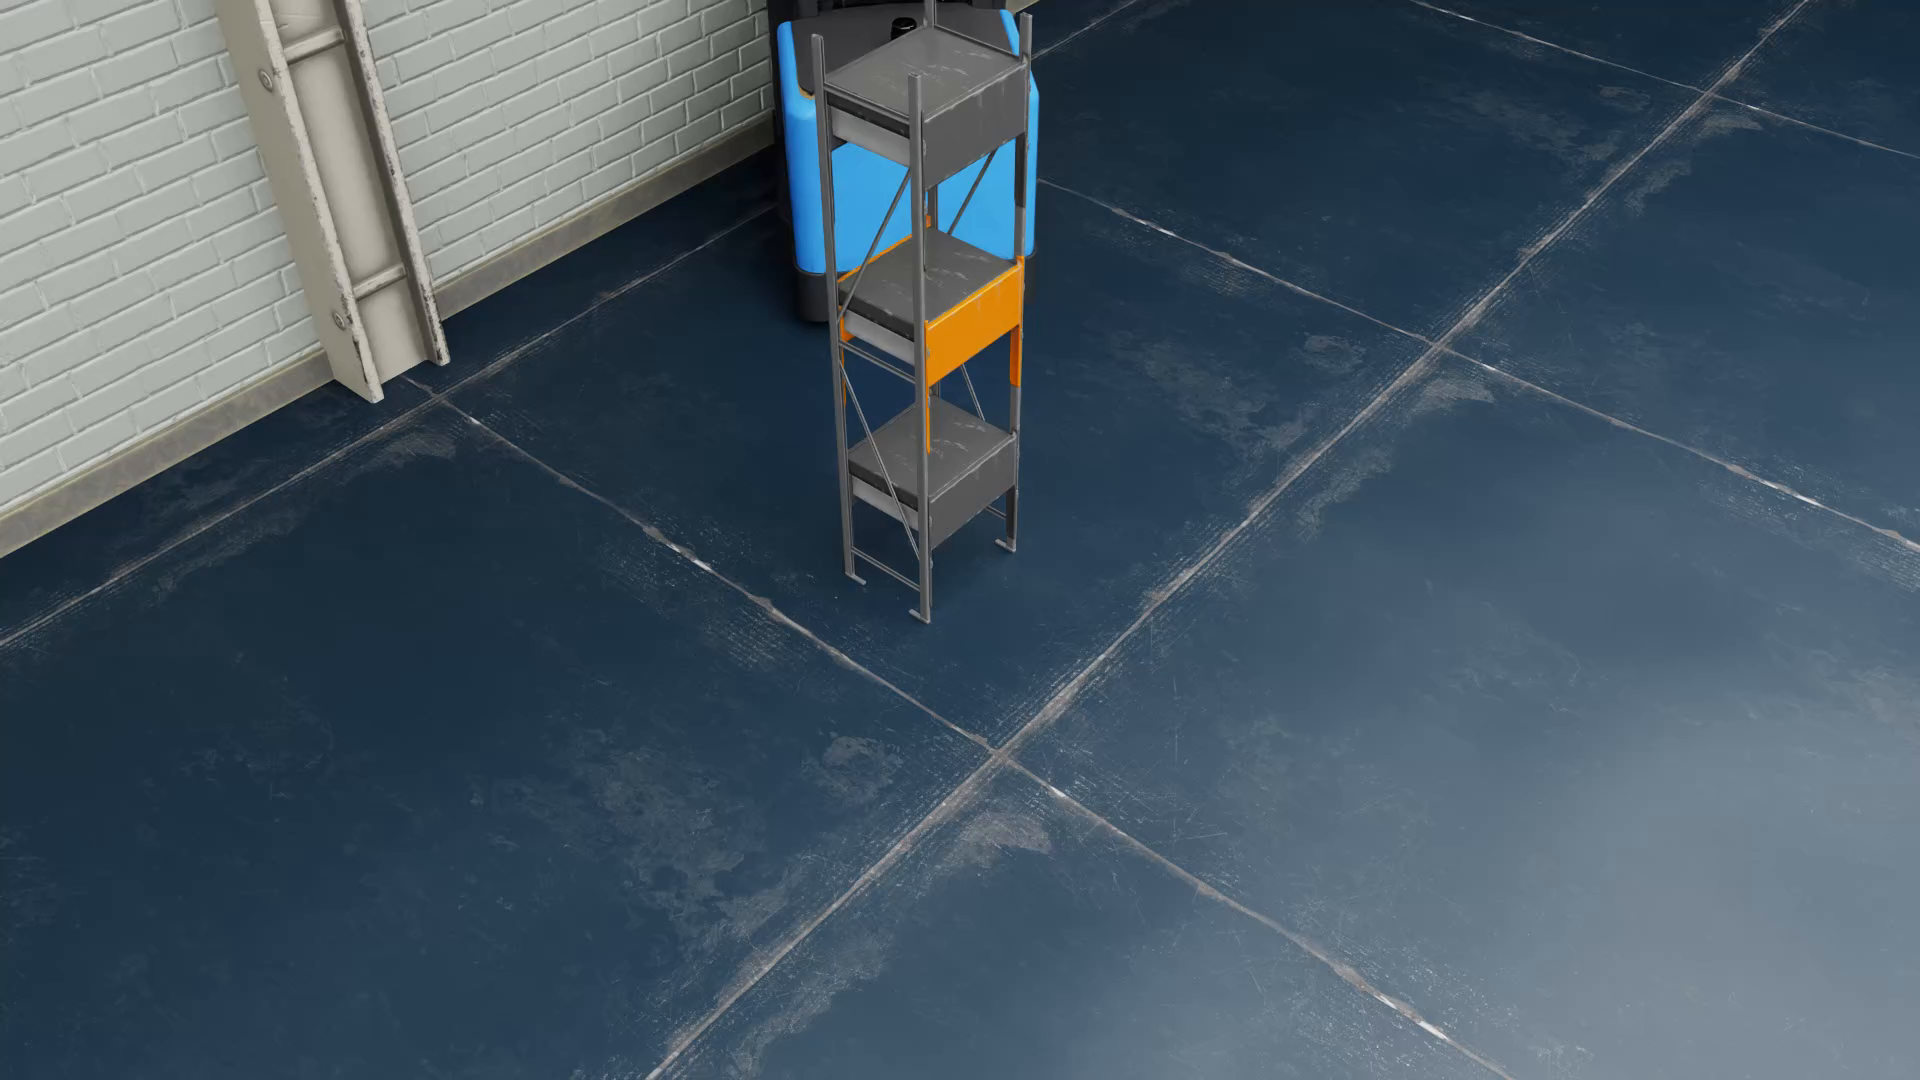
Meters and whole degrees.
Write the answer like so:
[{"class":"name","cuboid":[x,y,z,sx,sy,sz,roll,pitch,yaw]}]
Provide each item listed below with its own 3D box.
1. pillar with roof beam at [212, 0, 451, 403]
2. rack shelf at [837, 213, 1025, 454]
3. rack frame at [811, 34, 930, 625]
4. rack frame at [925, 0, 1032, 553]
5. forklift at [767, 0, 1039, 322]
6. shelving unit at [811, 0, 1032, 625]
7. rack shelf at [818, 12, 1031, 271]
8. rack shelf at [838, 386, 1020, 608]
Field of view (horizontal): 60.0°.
[{"class":"pillar with roof beam","cuboid":[0.882,-2.196,1.976,9.100,9.000,0.400,29,50,28]},{"class":"rack shelf","cuboid":[-0.107,-0.682,5.459,0.431,0.518,0.480,29,50,28]},{"class":"rack frame","cuboid":[-0.264,-0.566,5.312,0.400,2.100,0.015,29,50,28]},{"class":"rack frame","cuboid":[0.050,-0.817,5.588,0.400,2.100,0.015,29,50,28]},{"class":"forklift","cuboid":[-0.366,-3.018,7.390,1.130,2.935,3.031,-5,43,-5]},{"class":"shelving unit","cuboid":[-0.107,-0.692,5.450,0.431,2.100,0.503,29,50,28]},{"class":"rack shelf","cuboid":[-0.107,-1.199,4.988,0.431,0.518,0.480,29,50,28]},{"class":"rack shelf","cuboid":[-0.107,-0.164,5.930,0.431,0.518,0.480,29,50,28]}]
